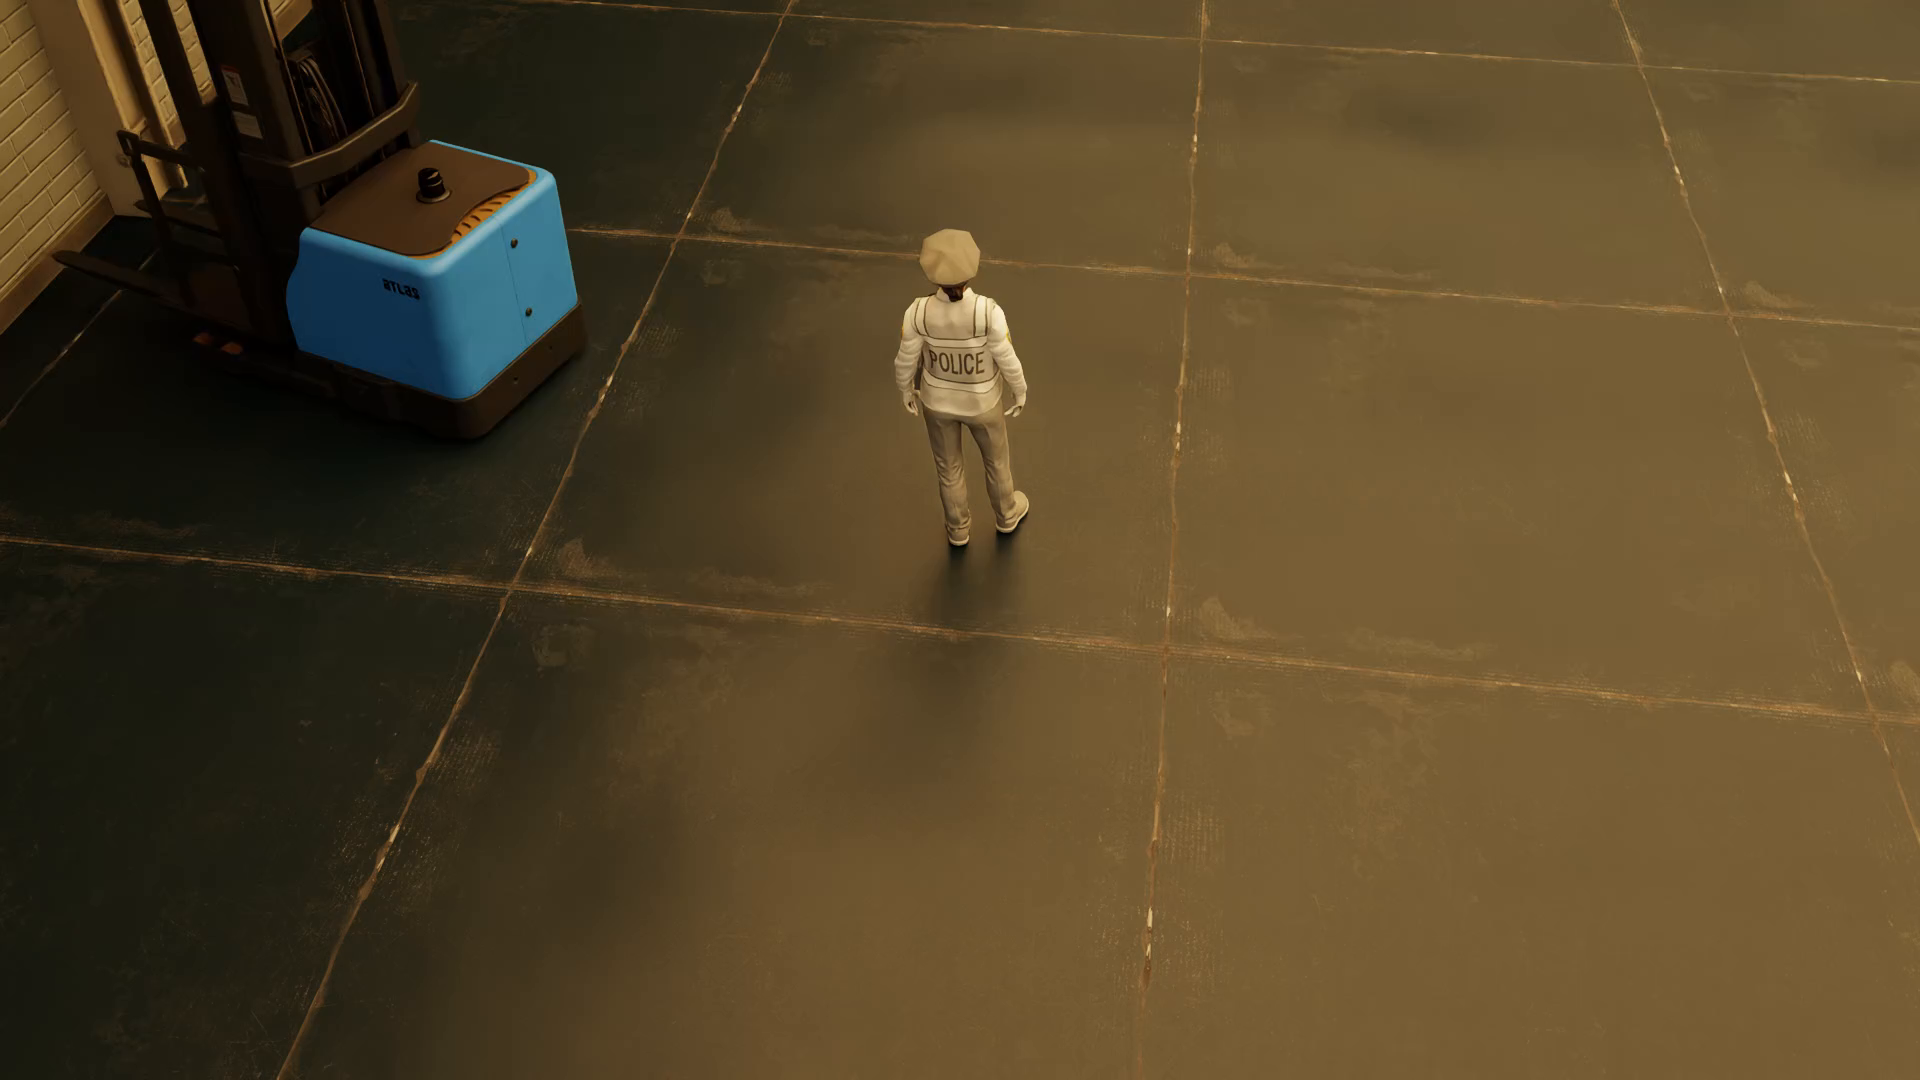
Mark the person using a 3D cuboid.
[{"bbox_3d":[0.015,-0.674,7.361,0.587,1.696,0.534,5,43,6],"label":"person"}]

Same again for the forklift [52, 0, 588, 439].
[{"bbox_3d":[-3.567,-2.267,8.192,3.031,2.935,1.130,18,45,18],"label":"forklift"}]
